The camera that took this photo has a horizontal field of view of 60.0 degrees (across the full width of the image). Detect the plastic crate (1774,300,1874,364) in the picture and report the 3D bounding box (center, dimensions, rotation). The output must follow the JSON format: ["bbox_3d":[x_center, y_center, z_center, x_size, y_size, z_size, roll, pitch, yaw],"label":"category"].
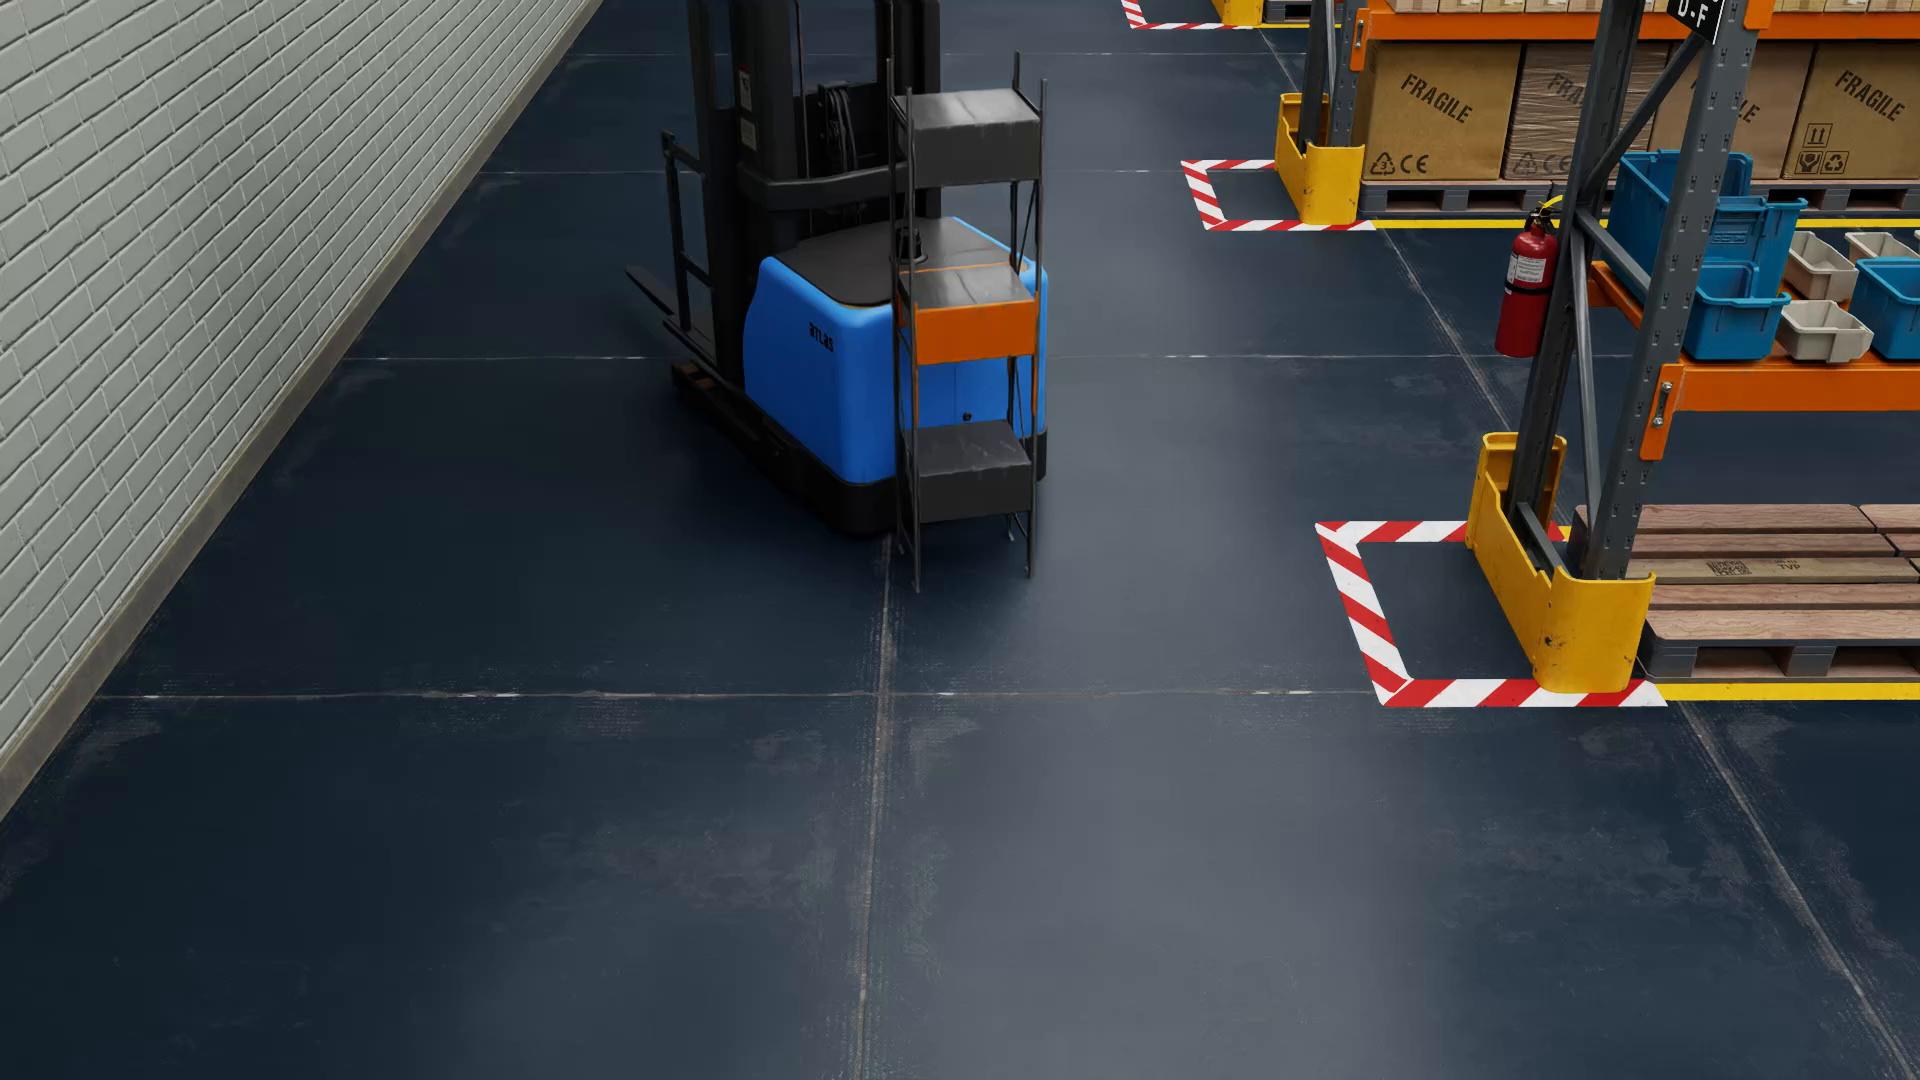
[{"bbox_3d":[2.966,-0.713,5.730,0.298,0.136,0.250,0,31,0],"label":"plastic crate"}]

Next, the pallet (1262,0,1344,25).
[{"bbox_3d":[3.325,-4.947,15.200,1.213,0.211,1.003,0,31,0],"label":"pallet"}]

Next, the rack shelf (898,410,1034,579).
[{"bbox_3d":[0.017,-0.193,6.920,0.480,0.518,0.431,-7,32,-11],"label":"rack shelf"}]

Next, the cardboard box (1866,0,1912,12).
[{"bbox_3d":[5.549,-3.314,10.063,0.250,0.149,0.380,-1,31,-1],"label":"cardboard box"}]

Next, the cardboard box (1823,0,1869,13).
[{"bbox_3d":[5.291,-3.313,10.061,0.250,0.149,0.380,0,31,1],"label":"cardboard box"}]

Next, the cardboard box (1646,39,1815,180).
[{"bbox_3d":[4.805,-2.902,10.784,0.875,0.875,0.875,0,31,0],"label":"cardboard box"}]

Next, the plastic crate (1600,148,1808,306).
[{"bbox_3d":[2.729,-1.151,6.163,0.499,0.435,0.616,0,31,0],"label":"plastic crate"}]

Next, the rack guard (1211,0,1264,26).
[{"bbox_3d":[2.513,-5.086,15.151,0.348,0.500,1.175,0,31,0],"label":"rack guard"}]

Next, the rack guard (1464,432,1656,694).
[{"bbox_3d":[2.372,0.063,6.664,0.348,0.500,1.175,0,31,0],"label":"rack guard"}]

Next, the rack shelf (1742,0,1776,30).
[{"bbox_3d":[4.396,-1.993,5.446,4.000,0.370,1.077,0,31,0],"label":"rack shelf"}]

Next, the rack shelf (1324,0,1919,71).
[{"bbox_3d":[4.366,-3.280,10.458,4.000,0.370,1.077,0,31,0],"label":"rack shelf"}]

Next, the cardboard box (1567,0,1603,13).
[{"bbox_3d":[3.750,-3.308,10.053,0.250,0.149,0.380,-1,31,-1],"label":"cardboard box"}]

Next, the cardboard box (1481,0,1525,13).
[{"bbox_3d":[3.235,-3.307,10.050,0.250,0.149,0.380,-1,31,-1],"label":"cardboard box"}]

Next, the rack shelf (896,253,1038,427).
[{"bbox_3d":[0.017,-0.792,6.557,0.480,0.518,0.431,-7,32,-11],"label":"rack shelf"}]

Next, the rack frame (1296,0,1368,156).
[{"bbox_3d":[2.366,-3.582,10.261,0.127,3.000,1.000,0,31,0],"label":"rack frame"}]

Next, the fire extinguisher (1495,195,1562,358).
[{"bbox_3d":[2.242,-1.055,6.531,0.183,0.674,0.296,0,31,0],"label":"fire extinguisher"}]

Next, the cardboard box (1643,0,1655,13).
[{"bbox_3d":[4.008,-3.309,10.055,0.250,0.149,0.380,0,31,-1],"label":"cardboard box"}]

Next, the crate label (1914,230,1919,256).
[{"bbox_3d":[3.778,-1.029,6.250,0.243,0.136,0.396,0,31,0],"label":"crate label"}]

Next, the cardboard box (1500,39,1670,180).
[{"bbox_3d":[3.915,-2.899,10.780,0.875,0.875,0.875,0,31,0],"label":"cardboard box"}]

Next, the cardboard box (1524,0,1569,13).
[{"bbox_3d":[3.496,-3.308,10.053,0.250,0.149,0.380,-1,31,-1],"label":"cardboard box"}]

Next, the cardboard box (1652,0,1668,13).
[{"bbox_3d":[4.261,-3.310,10.055,0.250,0.149,0.380,-1,31,-2],"label":"cardboard box"}]

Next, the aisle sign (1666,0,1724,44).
[{"bbox_3d":[2.325,-1.969,5.098,0.004,0.787,0.394,0,31,0],"label":"aisle sign"}]

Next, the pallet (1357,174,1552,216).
[{"bbox_3d":[3.165,-2.432,11.056,1.213,0.211,1.003,0,31,0],"label":"pallet"}]

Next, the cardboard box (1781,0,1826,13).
[{"bbox_3d":[5.034,-3.312,10.060,0.250,0.149,0.380,0,31,1],"label":"cardboard box"}]

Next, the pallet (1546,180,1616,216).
[{"bbox_3d":[4.382,-2.435,11.059,1.213,0.211,1.003,0,31,0],"label":"pallet"}]

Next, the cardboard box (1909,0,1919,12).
[{"bbox_3d":[5.805,-3.315,10.064,0.250,0.149,0.380,0,31,1],"label":"cardboard box"}]

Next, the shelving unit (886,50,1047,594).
[{"bbox_3d":[0.017,-0.803,6.550,0.503,2.100,0.431,-7,32,-11],"label":"shelving unit"}]

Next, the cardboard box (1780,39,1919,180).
[{"bbox_3d":[5.705,-2.905,10.789,0.875,0.875,0.875,0,31,0],"label":"cardboard box"}]

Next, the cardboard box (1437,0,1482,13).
[{"bbox_3d":[2.979,-3.306,10.049,0.250,0.149,0.380,-1,31,-1],"label":"cardboard box"}]

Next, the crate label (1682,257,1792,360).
[{"bbox_3d":[2.644,-0.796,5.774,0.303,0.233,0.416,0,31,0],"label":"crate label"}]

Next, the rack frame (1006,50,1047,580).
[{"bbox_3d":[0.255,-0.832,6.597,0.015,2.100,0.400,-7,32,-11],"label":"rack frame"}]

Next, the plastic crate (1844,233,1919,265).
[{"bbox_3d":[3.500,-1.015,6.228,0.243,0.136,0.396,0,31,0],"label":"plastic crate"}]

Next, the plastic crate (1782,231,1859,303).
[{"bbox_3d":[3.210,-1.022,6.239,0.243,0.136,0.396,0,31,0],"label":"plastic crate"}]

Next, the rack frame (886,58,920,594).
[{"bbox_3d":[-0.220,-0.775,6.502,0.015,2.100,0.400,-7,32,-11],"label":"rack frame"}]

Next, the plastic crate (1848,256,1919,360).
[{"bbox_3d":[3.303,-0.798,5.778,0.300,0.233,0.416,0,31,0],"label":"plastic crate"}]

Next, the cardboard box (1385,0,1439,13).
[{"bbox_3d":[2.723,-3.304,10.046,0.250,0.149,0.380,0,31,0],"label":"cardboard box"}]

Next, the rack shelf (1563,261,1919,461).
[{"bbox_3d":[4.396,-0.711,6.224,4.000,0.370,1.077,0,31,0],"label":"rack shelf"}]

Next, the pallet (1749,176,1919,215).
[{"bbox_3d":[5.605,-2.440,11.068,1.213,0.211,1.003,0,31,0],"label":"pallet"}]

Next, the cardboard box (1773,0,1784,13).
[{"bbox_3d":[4.778,-3.312,10.058,0.250,0.149,0.380,-1,31,-1],"label":"cardboard box"}]

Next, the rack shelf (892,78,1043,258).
[{"bbox_3d":[0.017,-1.390,6.194,0.480,0.518,0.431,-7,32,-11],"label":"rack shelf"}]

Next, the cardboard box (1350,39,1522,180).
[{"bbox_3d":[3.005,-2.896,10.775,0.875,0.875,0.875,0,31,0],"label":"cardboard box"}]

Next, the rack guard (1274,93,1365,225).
[{"bbox_3d":[2.342,-2.513,10.910,0.348,0.500,1.175,0,31,0],"label":"rack guard"}]

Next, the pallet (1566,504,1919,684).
[{"bbox_3d":[3.220,0.197,6.721,1.213,0.211,1.003,0,31,0],"label":"pallet"}]

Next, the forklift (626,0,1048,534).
[{"bbox_3d":[-0.804,-2.009,7.736,1.130,2.935,3.031,-18,35,-26],"label":"forklift"}]

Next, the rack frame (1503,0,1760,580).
[{"bbox_3d":[2.396,-1.012,6.027,0.127,3.000,1.000,0,31,0],"label":"rack frame"}]

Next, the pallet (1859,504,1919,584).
[{"bbox_3d":[4.437,0.195,6.725,1.213,0.211,1.003,0,31,0],"label":"pallet"}]
